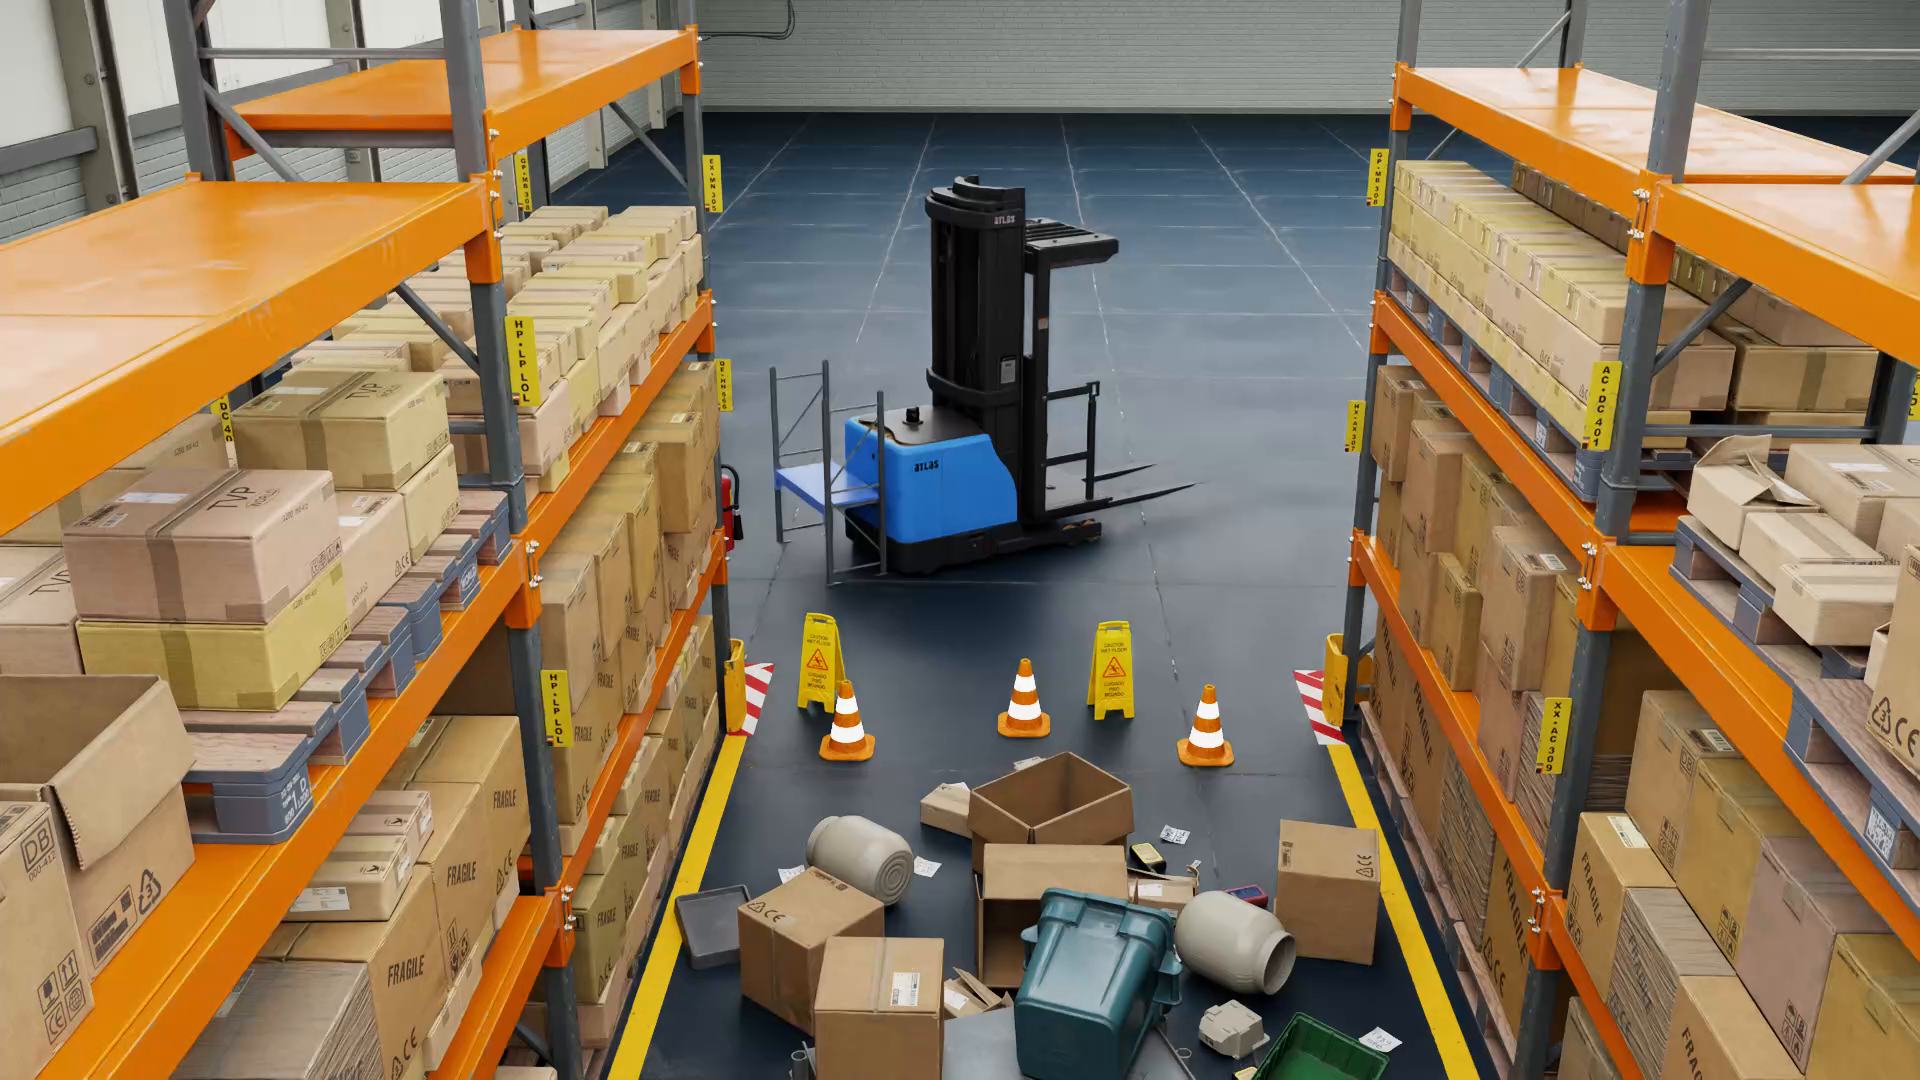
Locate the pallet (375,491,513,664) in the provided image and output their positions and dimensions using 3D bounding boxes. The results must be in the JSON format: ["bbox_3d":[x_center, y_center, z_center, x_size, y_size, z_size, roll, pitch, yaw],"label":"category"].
[{"bbox_3d":[-2.230,0.096,5.540,1.213,0.211,1.003,1,21,2],"label":"pallet"}]

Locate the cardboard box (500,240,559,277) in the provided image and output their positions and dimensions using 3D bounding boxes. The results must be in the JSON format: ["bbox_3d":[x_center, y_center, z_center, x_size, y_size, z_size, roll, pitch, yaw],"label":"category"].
[{"bbox_3d":[-2.253,-1.426,8.450,0.380,0.149,0.250,1,21,1],"label":"cardboard box"}]

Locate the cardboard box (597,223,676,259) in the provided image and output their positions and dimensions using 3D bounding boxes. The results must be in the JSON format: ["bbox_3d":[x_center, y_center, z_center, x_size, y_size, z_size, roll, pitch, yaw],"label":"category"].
[{"bbox_3d":[-1.734,-1.603,8.906,0.380,0.149,0.250,0,21,1],"label":"cardboard box"}]

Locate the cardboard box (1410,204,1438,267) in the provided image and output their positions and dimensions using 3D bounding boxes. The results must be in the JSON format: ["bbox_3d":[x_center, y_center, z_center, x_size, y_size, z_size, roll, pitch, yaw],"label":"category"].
[{"bbox_3d":[2.682,-1.597,8.723,0.500,0.250,0.500,0,21,1],"label":"cardboard box"}]

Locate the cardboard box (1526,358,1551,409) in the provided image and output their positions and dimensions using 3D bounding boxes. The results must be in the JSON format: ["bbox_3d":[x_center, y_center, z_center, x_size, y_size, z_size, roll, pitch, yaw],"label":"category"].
[{"bbox_3d":[2.551,-0.640,6.808,0.380,0.149,0.250,1,21,2],"label":"cardboard box"}]

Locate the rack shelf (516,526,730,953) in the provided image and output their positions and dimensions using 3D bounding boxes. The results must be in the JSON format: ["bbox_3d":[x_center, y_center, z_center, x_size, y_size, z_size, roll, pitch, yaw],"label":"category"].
[{"bbox_3d":[-2.044,0.797,8.615,1.077,0.370,4.000,1,21,2],"label":"rack shelf"}]

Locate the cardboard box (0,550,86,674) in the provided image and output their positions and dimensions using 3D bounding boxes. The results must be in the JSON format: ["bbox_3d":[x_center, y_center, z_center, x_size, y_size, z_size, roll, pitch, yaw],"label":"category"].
[{"bbox_3d":[-2.531,0.233,4.554,0.500,0.250,0.500,0,21,1],"label":"cardboard box"}]

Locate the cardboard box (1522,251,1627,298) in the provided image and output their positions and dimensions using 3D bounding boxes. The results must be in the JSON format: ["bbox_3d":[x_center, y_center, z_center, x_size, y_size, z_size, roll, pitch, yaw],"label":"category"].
[{"bbox_3d":[2.562,-1.101,6.892,0.380,0.149,0.250,1,21,3],"label":"cardboard box"}]

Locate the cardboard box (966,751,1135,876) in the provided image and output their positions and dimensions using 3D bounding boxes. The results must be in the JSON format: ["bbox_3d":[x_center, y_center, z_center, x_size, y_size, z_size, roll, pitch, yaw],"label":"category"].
[{"bbox_3d":[0.494,1.566,9.092,0.797,0.503,0.637,-16,26,-35],"label":"cardboard box"}]

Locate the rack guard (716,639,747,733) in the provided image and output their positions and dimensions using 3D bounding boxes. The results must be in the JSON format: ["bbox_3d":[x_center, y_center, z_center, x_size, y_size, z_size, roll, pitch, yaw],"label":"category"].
[{"bbox_3d":[-1.986,0.932,10.730,1.175,0.500,0.348,1,21,2],"label":"rack guard"}]

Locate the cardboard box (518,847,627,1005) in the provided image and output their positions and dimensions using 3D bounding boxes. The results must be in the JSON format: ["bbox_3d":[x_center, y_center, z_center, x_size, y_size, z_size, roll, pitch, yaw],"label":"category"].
[{"bbox_3d":[-1.817,1.711,7.449,0.500,0.500,0.500,2,21,4],"label":"cardboard box"}]

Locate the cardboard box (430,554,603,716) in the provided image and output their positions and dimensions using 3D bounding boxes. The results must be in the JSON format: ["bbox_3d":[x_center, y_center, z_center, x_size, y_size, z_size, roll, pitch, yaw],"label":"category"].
[{"bbox_3d":[-1.875,0.377,6.772,0.700,0.500,0.500,0,21,1],"label":"cardboard box"}]

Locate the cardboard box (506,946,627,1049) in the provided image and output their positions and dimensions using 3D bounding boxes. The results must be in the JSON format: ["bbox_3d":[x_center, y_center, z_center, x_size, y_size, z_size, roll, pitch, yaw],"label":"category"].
[{"bbox_3d":[-1.817,2.061,7.585,0.500,0.250,0.500,0,21,-1],"label":"cardboard box"}]

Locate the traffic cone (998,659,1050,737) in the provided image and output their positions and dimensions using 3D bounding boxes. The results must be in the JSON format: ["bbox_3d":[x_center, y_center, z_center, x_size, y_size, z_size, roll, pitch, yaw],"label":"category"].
[{"bbox_3d":[0.413,0.981,10.655,0.336,0.463,0.334,1,21,2],"label":"traffic cone"}]

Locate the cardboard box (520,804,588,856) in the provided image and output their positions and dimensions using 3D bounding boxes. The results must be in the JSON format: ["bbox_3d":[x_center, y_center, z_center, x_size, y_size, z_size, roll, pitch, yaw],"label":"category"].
[{"bbox_3d":[-1.775,1.192,6.951,0.380,0.149,0.250,1,21,1],"label":"cardboard box"}]

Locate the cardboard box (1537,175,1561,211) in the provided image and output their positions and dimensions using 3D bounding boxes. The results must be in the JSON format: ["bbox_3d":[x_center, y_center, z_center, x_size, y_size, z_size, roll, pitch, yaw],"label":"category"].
[{"bbox_3d":[3.279,-1.830,8.772,0.380,0.149,0.250,1,21,3],"label":"cardboard box"}]

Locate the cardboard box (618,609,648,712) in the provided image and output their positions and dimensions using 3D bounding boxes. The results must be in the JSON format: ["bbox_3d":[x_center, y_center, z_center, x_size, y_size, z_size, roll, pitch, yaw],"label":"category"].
[{"bbox_3d":[-1.793,0.481,7.887,0.500,0.500,0.500,0,21,1],"label":"cardboard box"}]

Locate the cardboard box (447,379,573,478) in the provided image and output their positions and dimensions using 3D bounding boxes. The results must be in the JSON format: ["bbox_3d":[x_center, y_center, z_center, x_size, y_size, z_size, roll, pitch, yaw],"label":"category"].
[{"bbox_3d":[-1.818,-0.438,6.454,0.500,0.250,0.500,0,21,0],"label":"cardboard box"}]

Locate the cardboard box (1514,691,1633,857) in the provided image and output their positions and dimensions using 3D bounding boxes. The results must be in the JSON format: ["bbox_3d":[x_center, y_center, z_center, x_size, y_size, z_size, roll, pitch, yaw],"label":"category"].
[{"bbox_3d":[2.845,1.000,6.892,0.875,0.550,0.550,1,21,2],"label":"cardboard box"}]

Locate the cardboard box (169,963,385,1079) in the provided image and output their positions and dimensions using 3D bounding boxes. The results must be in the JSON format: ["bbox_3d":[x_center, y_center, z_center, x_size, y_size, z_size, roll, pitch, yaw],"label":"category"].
[{"bbox_3d":[-1.941,1.529,4.605,0.500,0.500,0.500,0,21,0],"label":"cardboard box"}]

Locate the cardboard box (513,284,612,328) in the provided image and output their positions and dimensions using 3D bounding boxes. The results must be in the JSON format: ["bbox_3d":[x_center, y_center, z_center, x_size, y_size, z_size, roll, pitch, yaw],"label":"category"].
[{"bbox_3d":[-1.785,-1.050,7.479,0.380,0.149,0.250,0,21,1],"label":"cardboard box"}]

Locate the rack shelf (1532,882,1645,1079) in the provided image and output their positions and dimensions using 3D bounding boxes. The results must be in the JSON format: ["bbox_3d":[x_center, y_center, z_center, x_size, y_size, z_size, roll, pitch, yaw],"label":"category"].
[{"bbox_3d":[2.785,2.262,4.841,1.077,0.370,4.000,1,21,2],"label":"rack shelf"}]

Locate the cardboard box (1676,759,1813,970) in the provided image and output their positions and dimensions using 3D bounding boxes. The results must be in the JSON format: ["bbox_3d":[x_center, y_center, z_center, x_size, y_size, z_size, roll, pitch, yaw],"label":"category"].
[{"bbox_3d":[2.823,1.056,5.434,0.700,0.500,0.500,0,21,1],"label":"cardboard box"}]

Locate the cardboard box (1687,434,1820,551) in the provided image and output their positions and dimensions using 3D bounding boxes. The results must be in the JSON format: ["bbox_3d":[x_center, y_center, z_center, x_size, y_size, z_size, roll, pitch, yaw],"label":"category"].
[{"bbox_3d":[2.578,-0.160,5.407,0.258,0.266,0.396,0,21,1],"label":"cardboard box"}]

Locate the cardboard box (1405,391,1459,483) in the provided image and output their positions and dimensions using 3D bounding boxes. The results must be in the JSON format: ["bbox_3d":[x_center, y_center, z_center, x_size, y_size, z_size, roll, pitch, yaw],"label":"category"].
[{"bbox_3d":[2.993,-0.483,9.220,0.875,0.550,0.550,1,21,2],"label":"cardboard box"}]

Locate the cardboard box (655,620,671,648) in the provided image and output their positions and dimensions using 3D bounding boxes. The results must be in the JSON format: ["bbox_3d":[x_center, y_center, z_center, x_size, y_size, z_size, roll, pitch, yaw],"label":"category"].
[{"bbox_3d":[-1.750,0.457,8.846,0.380,0.149,0.250,0,21,1],"label":"cardboard box"}]

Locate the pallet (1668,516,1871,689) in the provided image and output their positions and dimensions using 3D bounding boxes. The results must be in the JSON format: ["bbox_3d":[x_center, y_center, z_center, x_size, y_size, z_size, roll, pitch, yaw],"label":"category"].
[{"bbox_3d":[2.867,0.226,5.211,0.805,0.209,1.217,0,21,-1],"label":"pallet"}]

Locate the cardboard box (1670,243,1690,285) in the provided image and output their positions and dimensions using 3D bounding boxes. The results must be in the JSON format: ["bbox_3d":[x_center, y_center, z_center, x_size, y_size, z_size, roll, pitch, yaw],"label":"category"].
[{"bbox_3d":[3.225,-1.189,7.119,0.380,0.149,0.250,1,21,2],"label":"cardboard box"}]

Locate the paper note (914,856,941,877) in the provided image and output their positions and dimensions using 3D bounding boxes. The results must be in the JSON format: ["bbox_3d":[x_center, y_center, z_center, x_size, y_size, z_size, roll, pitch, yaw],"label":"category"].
[{"bbox_3d":[-0.198,1.798,9.163,0.148,0.019,0.142,8,23,20],"label":"paper note"}]

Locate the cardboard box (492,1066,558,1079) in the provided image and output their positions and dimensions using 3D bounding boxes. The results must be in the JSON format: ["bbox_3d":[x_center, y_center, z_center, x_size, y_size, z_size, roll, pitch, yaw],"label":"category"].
[{"bbox_3d":[-2.119,2.404,6.532,0.950,0.372,0.625,1,21,2],"label":"cardboard box"}]

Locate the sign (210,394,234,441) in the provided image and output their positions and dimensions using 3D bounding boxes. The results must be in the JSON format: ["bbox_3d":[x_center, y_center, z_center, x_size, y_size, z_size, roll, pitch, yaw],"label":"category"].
[{"bbox_3d":[-2.648,-0.457,5.993,0.100,0.325,0.005,1,21,2],"label":"sign"}]

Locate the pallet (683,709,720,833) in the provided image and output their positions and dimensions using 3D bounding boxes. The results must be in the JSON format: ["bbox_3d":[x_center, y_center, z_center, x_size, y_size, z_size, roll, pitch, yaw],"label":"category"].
[{"bbox_3d":[-2.046,1.360,10.026,1.003,0.211,1.213,1,21,2],"label":"pallet"}]

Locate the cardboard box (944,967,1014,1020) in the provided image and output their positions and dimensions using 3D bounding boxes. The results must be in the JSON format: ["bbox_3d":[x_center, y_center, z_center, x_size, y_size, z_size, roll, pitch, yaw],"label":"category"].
[{"bbox_3d":[0.065,2.189,7.814,0.258,0.266,0.396,-16,26,-35],"label":"cardboard box"}]

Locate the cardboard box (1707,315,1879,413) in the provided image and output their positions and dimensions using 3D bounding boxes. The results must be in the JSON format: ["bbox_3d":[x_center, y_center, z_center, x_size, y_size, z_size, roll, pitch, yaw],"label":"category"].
[{"bbox_3d":[3.140,-0.680,6.359,0.500,0.250,0.500,1,21,2],"label":"cardboard box"}]

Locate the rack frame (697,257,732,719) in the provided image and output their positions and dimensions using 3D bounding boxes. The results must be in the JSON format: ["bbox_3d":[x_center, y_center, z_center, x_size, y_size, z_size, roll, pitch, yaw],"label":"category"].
[{"bbox_3d":[-1.984,-0.261,10.348,1.000,3.000,0.127,1,21,2],"label":"rack frame"}]

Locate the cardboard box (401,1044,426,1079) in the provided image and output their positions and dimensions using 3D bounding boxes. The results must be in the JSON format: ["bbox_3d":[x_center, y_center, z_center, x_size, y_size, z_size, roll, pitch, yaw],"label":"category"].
[{"bbox_3d":[-1.890,1.664,5.153,0.380,0.149,0.250,1,21,2],"label":"cardboard box"}]

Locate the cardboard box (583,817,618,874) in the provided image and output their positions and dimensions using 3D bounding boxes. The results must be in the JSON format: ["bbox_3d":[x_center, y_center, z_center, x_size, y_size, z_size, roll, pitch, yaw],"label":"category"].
[{"bbox_3d":[-1.754,1.364,7.446,0.380,0.149,0.250,1,21,2],"label":"cardboard box"}]

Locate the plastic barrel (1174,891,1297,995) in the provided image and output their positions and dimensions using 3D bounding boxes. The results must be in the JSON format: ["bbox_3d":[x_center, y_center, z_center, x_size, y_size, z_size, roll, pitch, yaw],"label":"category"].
[{"bbox_3d":[1.347,1.977,8.142,0.512,0.421,0.421,18,27,38],"label":"plastic barrel"}]

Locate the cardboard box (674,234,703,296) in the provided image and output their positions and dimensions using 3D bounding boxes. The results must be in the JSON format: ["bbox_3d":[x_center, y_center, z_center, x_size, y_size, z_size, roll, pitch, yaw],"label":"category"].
[{"bbox_3d":[-1.730,-1.540,9.295,0.500,0.250,0.500,0,21,1],"label":"cardboard box"}]

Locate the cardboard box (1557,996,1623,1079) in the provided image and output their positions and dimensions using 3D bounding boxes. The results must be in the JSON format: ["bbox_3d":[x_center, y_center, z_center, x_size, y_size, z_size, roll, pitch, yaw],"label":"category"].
[{"bbox_3d":[2.917,2.282,6.325,1.050,0.750,0.750,1,21,1],"label":"cardboard box"}]

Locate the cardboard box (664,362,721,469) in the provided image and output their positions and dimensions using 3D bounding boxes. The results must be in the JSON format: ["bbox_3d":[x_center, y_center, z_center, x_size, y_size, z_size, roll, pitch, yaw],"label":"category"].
[{"bbox_3d":[-1.781,-0.725,9.614,0.700,0.500,0.500,0,21,0],"label":"cardboard box"}]

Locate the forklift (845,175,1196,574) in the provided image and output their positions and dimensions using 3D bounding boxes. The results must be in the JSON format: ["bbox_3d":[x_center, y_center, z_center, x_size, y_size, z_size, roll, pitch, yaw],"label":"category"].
[{"bbox_3d":[0.587,-1.473,13.567,3.031,2.935,1.130,-12,24,-29],"label":"forklift"}]

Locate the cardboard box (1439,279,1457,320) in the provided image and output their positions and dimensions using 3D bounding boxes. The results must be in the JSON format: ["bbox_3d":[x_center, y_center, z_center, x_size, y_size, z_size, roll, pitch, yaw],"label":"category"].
[{"bbox_3d":[2.598,-1.190,8.225,0.380,0.149,0.250,0,21,1],"label":"cardboard box"}]

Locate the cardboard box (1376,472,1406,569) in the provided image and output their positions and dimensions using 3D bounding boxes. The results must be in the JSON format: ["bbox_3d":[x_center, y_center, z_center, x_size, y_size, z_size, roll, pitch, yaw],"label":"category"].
[{"bbox_3d":[3.001,-0.178,9.928,0.875,0.550,0.550,1,21,2],"label":"cardboard box"}]

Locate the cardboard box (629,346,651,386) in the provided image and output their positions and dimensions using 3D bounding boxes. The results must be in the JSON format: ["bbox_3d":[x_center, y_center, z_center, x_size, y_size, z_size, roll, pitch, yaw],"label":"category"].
[{"bbox_3d":[-1.717,-0.854,8.078,0.380,0.149,0.250,0,21,1],"label":"cardboard box"}]

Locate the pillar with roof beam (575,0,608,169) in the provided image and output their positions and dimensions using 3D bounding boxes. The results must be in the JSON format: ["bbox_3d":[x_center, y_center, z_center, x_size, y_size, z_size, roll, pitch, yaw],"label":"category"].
[{"bbox_3d":[-2.834,-11.500,31.020,9.100,9.000,0.400,1,21,2],"label":"pillar with roof beam"}]

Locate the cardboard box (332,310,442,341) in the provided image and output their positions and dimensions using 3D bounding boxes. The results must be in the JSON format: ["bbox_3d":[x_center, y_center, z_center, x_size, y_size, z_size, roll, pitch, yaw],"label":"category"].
[{"bbox_3d":[-2.408,-0.868,7.011,0.380,0.149,0.250,1,21,3],"label":"cardboard box"}]

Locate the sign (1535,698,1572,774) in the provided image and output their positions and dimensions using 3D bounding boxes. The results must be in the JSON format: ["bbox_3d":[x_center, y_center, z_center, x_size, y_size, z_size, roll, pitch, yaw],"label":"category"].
[{"bbox_3d":[2.291,0.757,6.418,0.100,0.325,0.005,1,21,2],"label":"sign"}]

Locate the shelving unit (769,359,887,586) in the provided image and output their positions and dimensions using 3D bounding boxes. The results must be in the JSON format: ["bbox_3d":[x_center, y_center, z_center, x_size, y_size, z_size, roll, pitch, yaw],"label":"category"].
[{"bbox_3d":[-1.046,-0.550,13.166,0.538,1.500,1.048,-11,24,-26],"label":"shelving unit"}]

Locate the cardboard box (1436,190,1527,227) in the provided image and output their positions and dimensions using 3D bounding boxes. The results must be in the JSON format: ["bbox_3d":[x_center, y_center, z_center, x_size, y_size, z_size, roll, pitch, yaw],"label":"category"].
[{"bbox_3d":[2.607,-1.654,8.318,0.380,0.149,0.250,0,21,1],"label":"cardboard box"}]

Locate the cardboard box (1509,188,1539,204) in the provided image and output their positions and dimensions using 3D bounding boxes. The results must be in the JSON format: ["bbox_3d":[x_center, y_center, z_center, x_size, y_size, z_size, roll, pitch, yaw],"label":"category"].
[{"bbox_3d":[3.232,-1.773,9.175,0.500,0.250,0.500,1,21,2],"label":"cardboard box"}]
